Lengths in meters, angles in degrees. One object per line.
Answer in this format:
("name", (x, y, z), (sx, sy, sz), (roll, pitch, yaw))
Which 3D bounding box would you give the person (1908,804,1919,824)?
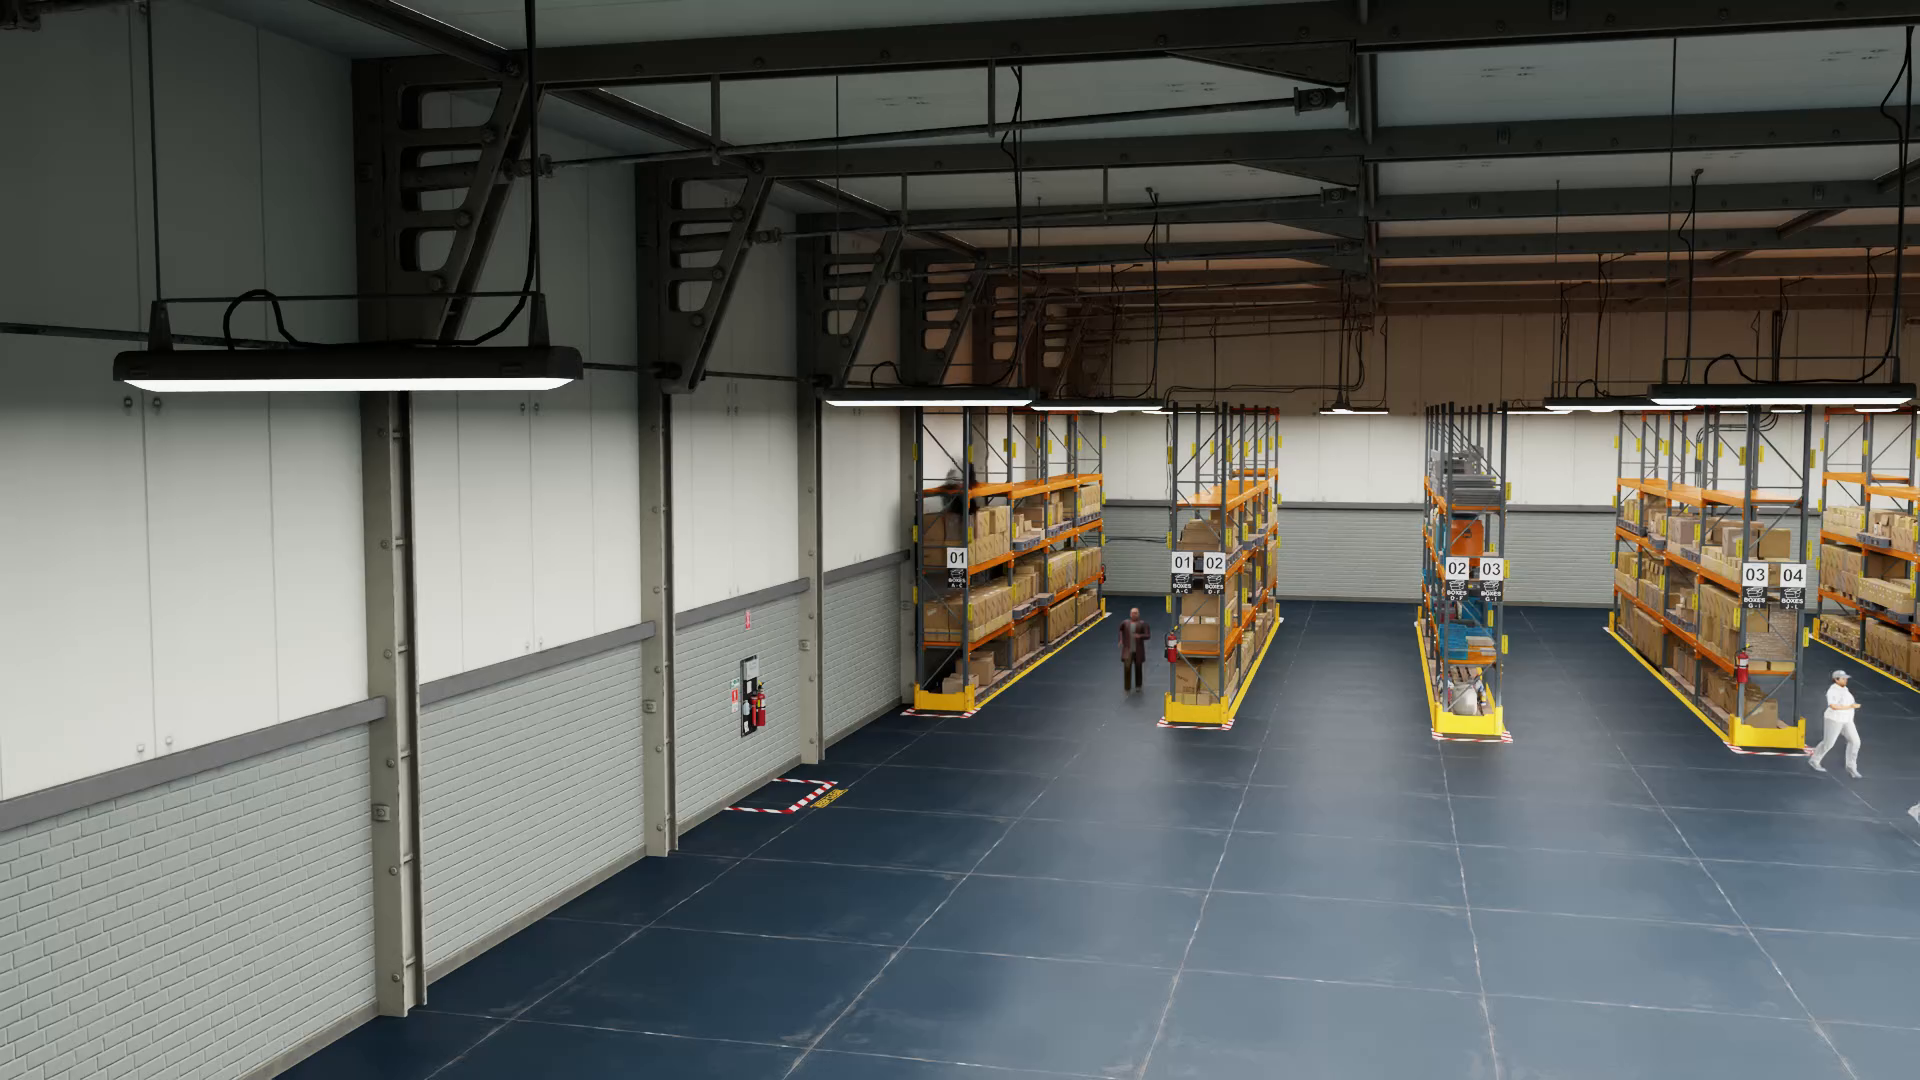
("person", (13.383, 3.170, 22.511), (0.963, 1.747, 0.711), (3, 5, 39))

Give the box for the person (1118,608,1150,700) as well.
("person", (3.570, 2.305, 34.124), (0.677, 1.837, 0.904), (1, 4, 10))

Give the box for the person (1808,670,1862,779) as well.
("person", (14.026, 2.934, 26.577), (0.594, 1.724, 0.764), (-2, 5, -29))
